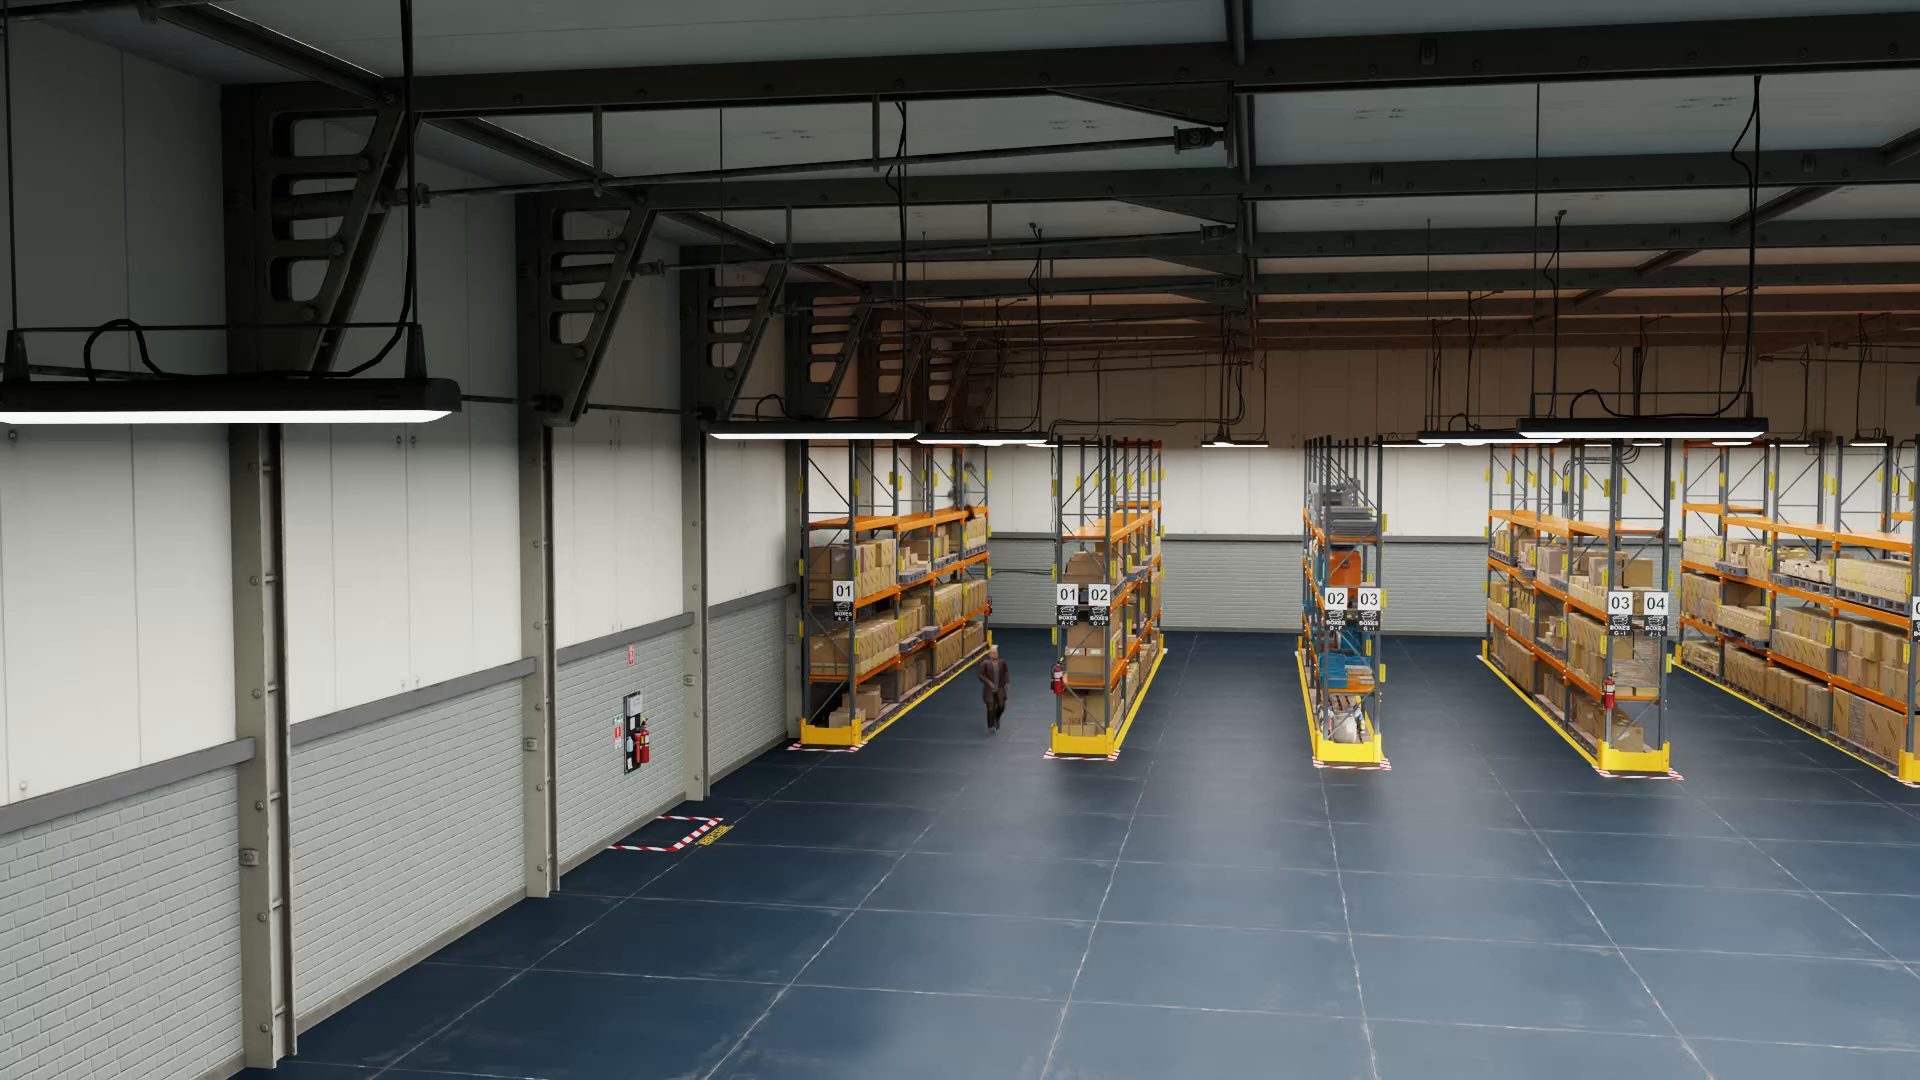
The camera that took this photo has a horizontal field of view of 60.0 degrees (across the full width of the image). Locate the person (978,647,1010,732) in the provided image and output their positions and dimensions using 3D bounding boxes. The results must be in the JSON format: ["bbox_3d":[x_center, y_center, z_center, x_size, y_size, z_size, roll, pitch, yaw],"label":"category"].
[{"bbox_3d":[0.704,3.034,33.629,0.690,1.733,0.715,-1,3,-14],"label":"person"}]

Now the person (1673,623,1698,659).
[{"bbox_3d":[19.942,2.462,45.587,0.684,1.634,0.582,1,3,15],"label":"person"}]

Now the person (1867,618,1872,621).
[{"bbox_3d":[21.298,2.737,38.980,0.708,1.794,0.877,0,3,4],"label":"person"}]
